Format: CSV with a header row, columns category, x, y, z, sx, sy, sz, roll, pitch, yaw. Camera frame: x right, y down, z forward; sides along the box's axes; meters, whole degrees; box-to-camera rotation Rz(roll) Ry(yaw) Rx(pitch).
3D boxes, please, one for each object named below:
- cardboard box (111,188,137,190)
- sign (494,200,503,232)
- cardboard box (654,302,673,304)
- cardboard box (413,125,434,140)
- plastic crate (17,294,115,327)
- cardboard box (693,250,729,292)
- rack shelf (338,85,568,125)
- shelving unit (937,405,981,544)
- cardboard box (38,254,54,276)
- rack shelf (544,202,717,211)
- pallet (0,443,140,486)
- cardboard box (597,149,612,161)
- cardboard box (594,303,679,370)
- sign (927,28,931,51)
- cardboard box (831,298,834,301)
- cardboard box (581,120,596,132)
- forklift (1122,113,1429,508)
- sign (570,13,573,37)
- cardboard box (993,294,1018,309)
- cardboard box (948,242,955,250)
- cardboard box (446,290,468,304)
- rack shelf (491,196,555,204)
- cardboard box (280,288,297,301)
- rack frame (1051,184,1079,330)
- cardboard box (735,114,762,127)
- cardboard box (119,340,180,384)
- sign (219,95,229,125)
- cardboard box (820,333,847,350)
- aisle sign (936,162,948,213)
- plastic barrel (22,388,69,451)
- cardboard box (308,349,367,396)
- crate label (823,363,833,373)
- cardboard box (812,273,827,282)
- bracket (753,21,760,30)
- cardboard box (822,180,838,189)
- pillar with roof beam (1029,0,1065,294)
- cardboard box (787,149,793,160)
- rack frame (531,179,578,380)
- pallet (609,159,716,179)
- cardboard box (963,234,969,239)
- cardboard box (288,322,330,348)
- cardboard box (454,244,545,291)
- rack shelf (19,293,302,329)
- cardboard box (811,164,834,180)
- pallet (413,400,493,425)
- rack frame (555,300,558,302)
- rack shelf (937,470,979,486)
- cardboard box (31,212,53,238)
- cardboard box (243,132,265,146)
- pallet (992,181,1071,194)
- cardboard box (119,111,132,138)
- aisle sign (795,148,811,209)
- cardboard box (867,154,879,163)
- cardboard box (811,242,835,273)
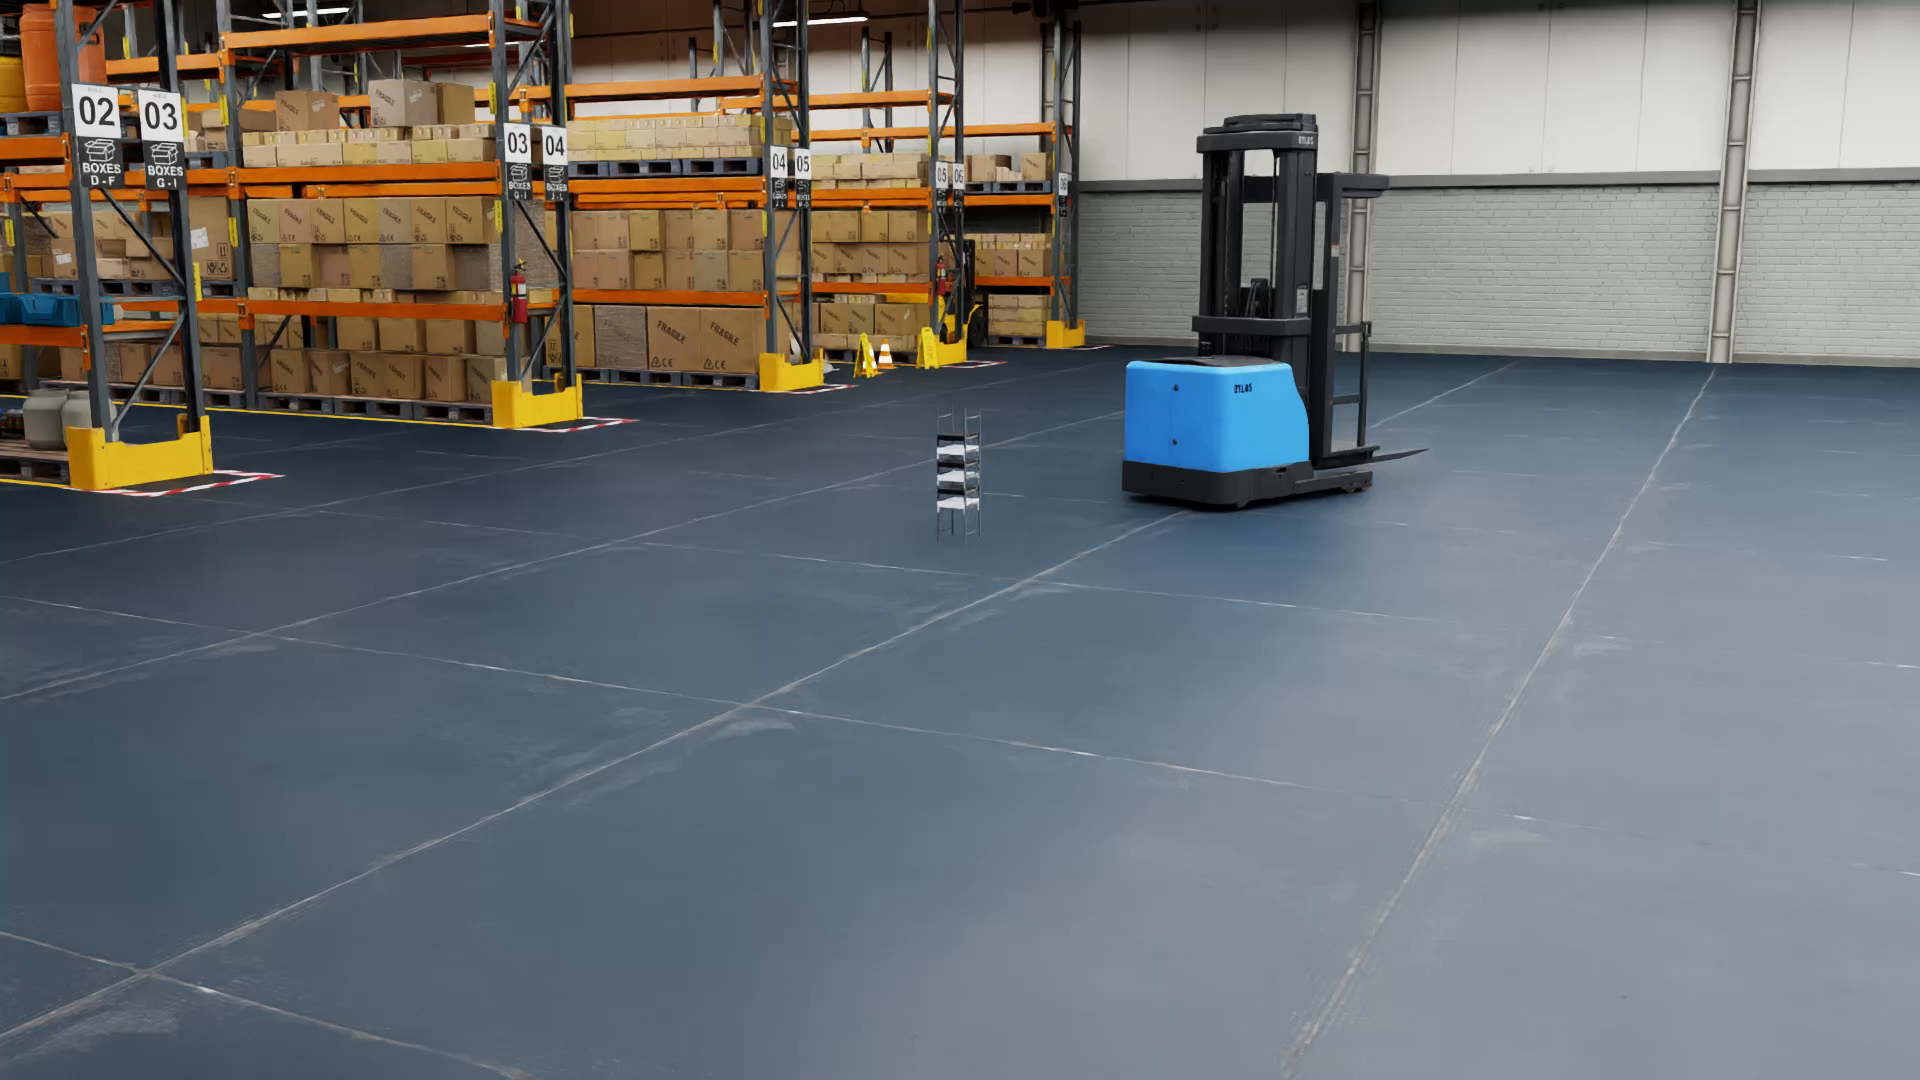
category,x,y,z,sx,sy,sz,roll,pitch,yaw
cardboard box,-13.636,-5.903,27.420,0.500,0.250,0.500,5,12,27
sign,-4.864,-3.413,17.529,0.005,0.325,0.100,5,11,26
cardboard box,-6.115,-4.798,35.158,0.500,0.500,0.500,5,11,25
cardboard box,-5.698,-4.405,18.025,0.250,0.149,0.380,5,11,26
plastic crate,-7.373,-1.903,13.737,0.616,0.251,0.499,5,11,26
cardboard box,-3.171,-3.695,22.802,0.550,0.550,0.875,5,11,26
rack shelf,-7.696,-6.433,24.652,4.000,0.370,1.077,5,11,26
shelving unit,-0.007,-0.443,11.154,0.210,0.900,0.258,5,11,26
cardboard box,-12.090,-3.536,22.067,0.500,0.500,0.500,5,12,27
rack shelf,-6.990,-7.061,35.419,4.000,0.370,1.077,5,11,26
pallet,-7.607,-0.675,14.369,1.213,0.211,1.003,5,11,26
cardboard box,-4.813,-5.320,23.025,0.250,0.149,0.380,5,11,25
cardboard box,-4.559,-2.904,23.643,0.875,0.875,0.875,5,11,26
sign,-0.479,-7.760,25.774,0.005,0.325,0.100,5,11,26
cardboard box,-2.082,-4.544,33.401,0.625,0.625,0.875,6,12,28
cardboard box,-5.042,-5.732,23.064,0.250,0.149,0.380,5,11,25
forklift,2.697,-1.875,13.361,3.031,2.935,1.130,-9,14,-41
sign,-5.635,-7.451,24.063,0.005,0.325,0.100,5,11,26
cardboard box,0.966,-4.522,31.529,0.500,0.250,0.500,5,12,27
cardboard box,-0.062,-5.642,31.881,0.250,0.149,0.380,5,11,25
cardboard box,-5.418,-2.672,18.278,0.250,0.149,0.380,5,11,26
rack shelf,-9.183,-6.268,31.037,4.000,0.370,1.077,5,11,26
cardboard box,-7.673,-2.865,19.341,0.250,0.149,0.380,5,11,26
rack frame,1.978,-5.151,31.268,0.127,3.000,1.000,5,11,26
cardboard box,-2.767,-5.532,21.959,0.250,0.149,0.380,5,11,26
cardboard box,-10.150,-2.257,21.063,0.500,0.500,0.700,6,12,31
sign,-8.430,-4.926,19.043,0.005,0.325,0.100,5,11,26
cardboard box,-1.992,-3.315,27.664,0.500,0.250,0.500,5,11,24
aisle sign,-0.288,-5.586,26.372,0.004,0.787,0.394,5,11,26
plastic barrel,-7.865,-1.046,14.392,0.421,0.512,0.421,0,10,0
cardboard box,-7.329,-1.985,19.616,0.500,0.500,0.500,10,14,44
crate label,-2.091,-2.625,25.350,0.298,0.136,0.250,-1,10,-4
cardboard box,-2.281,-4.356,27.580,0.250,0.149,0.380,5,11,26
bracket,-4.158,-10.522,33.991,0.430,0.232,0.235,5,11,26
cardboard box,-2.056,-5.808,27.179,0.250,0.149,0.380,5,11,25
pillar with roof beam,-0.153,-7.614,28.033,0.548,9.000,9.100,5,11,26
cardboard box,-2.481,-5.246,22.615,0.250,0.149,0.380,5,11,26
rack frame,-5.902,-3.875,24.216,0.127,3.000,1.000,5,11,26
pallet,-4.083,-5.144,23.059,1.213,0.211,1.003,5,11,26
cardboard box,0.185,-5.780,31.807,0.250,0.149,0.380,5,11,27
cardboard box,-10.195,-3.176,26.198,0.500,0.500,0.500,5,11,26
cardboard box,-5.081,-3.018,18.369,0.500,0.500,0.875,5,11,26
rack shelf,-9.981,-2.894,20.818,4.000,0.370,1.077,5,11,26
cardboard box,-2.165,-6.023,27.251,0.500,0.250,0.500,5,11,26
pallet,-5.381,-1.479,18.807,1.213,0.211,1.003,5,11,26
rack frame,-7.390,-4.988,30.369,0.127,3.000,1.000,5,11,26
rack shelf,-0.007,-0.411,11.160,0.200,0.077,0.258,5,11,26
cardboard box,-15.466,-5.347,28.426,0.500,0.500,0.500,5,11,25
cardboard box,-8.032,-4.614,19.180,0.250,0.149,0.380,5,11,24
pallet,1.355,-6.643,31.339,1.213,0.211,1.003,5,11,26
cardboard box,-10.560,-5.020,20.435,0.500,0.500,0.500,5,11,24
aisle sign,-2.119,-4.881,22.476,0.004,0.787,0.394,5,11,26
cardboard box,-1.305,-6.154,26.854,0.250,0.149,0.380,5,11,26
cardboard box,-2.164,-4.675,27.524,0.500,0.500,0.500,5,11,26
